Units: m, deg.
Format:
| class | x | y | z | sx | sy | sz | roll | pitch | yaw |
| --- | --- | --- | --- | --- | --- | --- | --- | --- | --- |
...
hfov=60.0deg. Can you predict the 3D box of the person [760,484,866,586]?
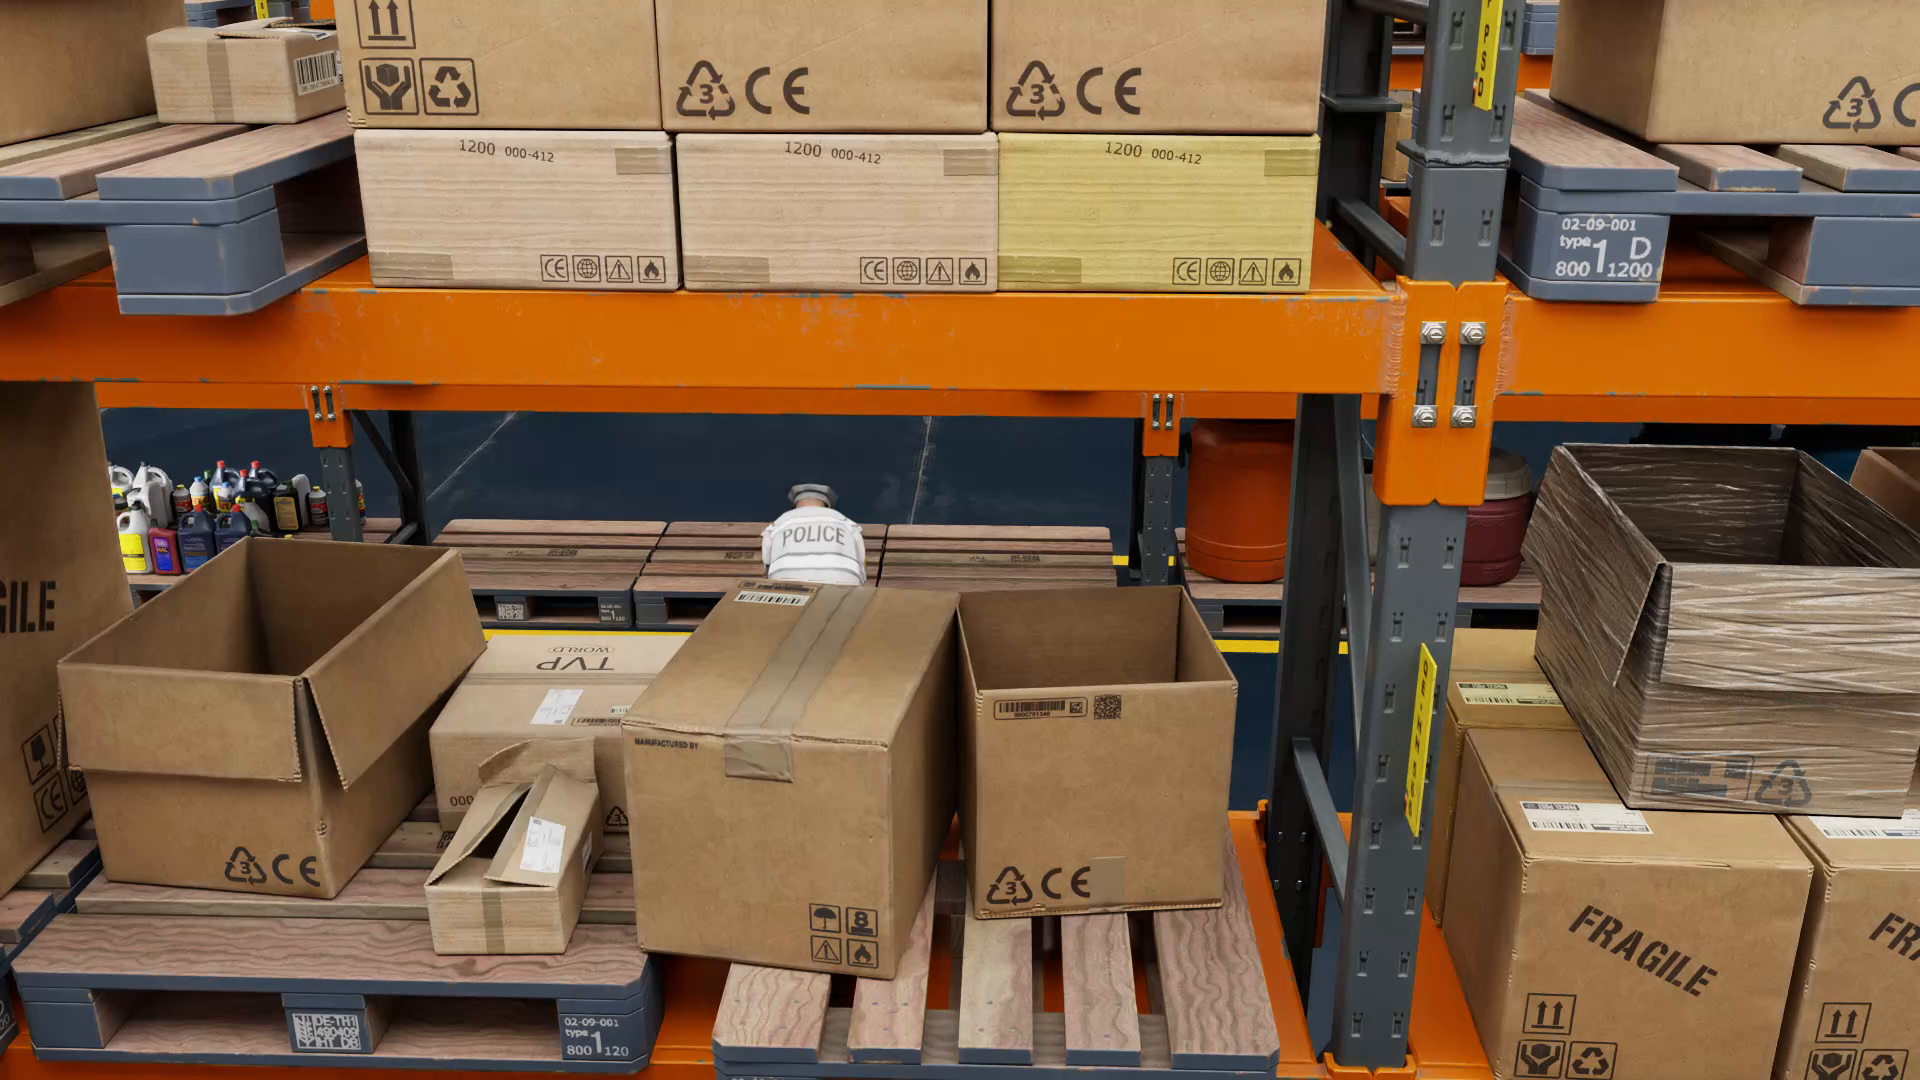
| class | x | y | z | sx | sy | sz | roll | pitch | yaw |
| --- | --- | --- | --- | --- | --- | --- | --- | --- | --- |
| person | -0.674 | 0.262 | 7.792 | 0.537 | 0.871 | 1.002 | 0 | 21 | 1 |
